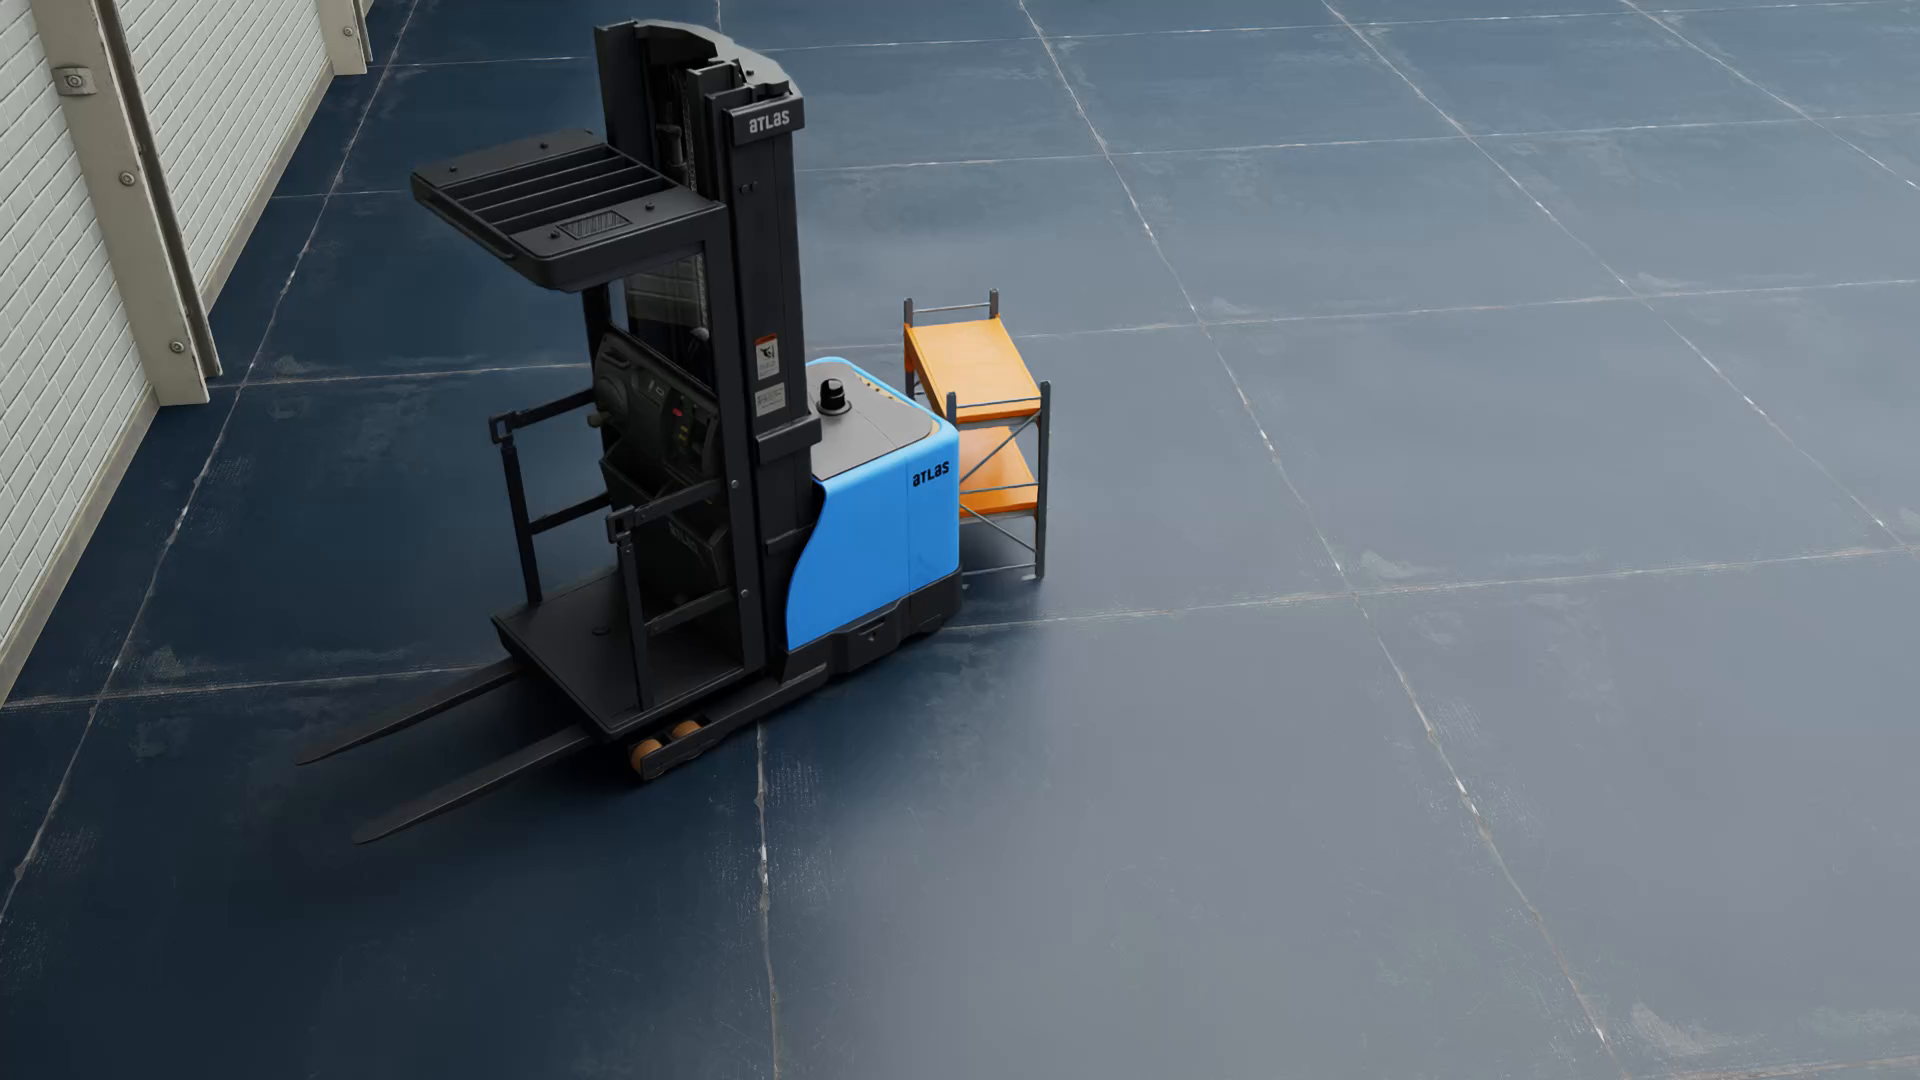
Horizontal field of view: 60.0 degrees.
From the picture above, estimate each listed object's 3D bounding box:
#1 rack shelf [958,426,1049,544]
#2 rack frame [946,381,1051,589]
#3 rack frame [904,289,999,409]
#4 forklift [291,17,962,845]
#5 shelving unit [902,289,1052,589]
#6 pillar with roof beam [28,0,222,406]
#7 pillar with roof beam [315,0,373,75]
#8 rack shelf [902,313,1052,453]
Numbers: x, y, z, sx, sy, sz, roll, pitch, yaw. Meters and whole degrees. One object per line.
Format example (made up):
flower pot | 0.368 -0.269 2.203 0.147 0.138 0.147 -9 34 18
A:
rack shelf | 0.069 -0.326 8.664 0.538 0.278 1.000 -7 35 -11
rack frame | 0.183 -0.249 8.117 0.500 1.125 0.032 -7 35 -11
rack frame | -0.044 -0.807 8.936 0.500 1.125 0.032 -7 35 -11
forklift | -1.444 -0.511 6.897 3.031 2.935 1.130 -25 42 -32
shelving unit | 0.069 -0.528 8.526 0.538 1.125 1.048 -7 35 -11
pillar with roof beam | -0.418 -4.964 8.044 9.100 9.000 0.400 -4 35 -6
pillar with roof beam | -1.225 -8.313 12.957 9.100 9.000 0.400 -4 35 -6
rack shelf | 0.069 -0.770 8.362 0.538 0.278 1.000 -7 35 -11
